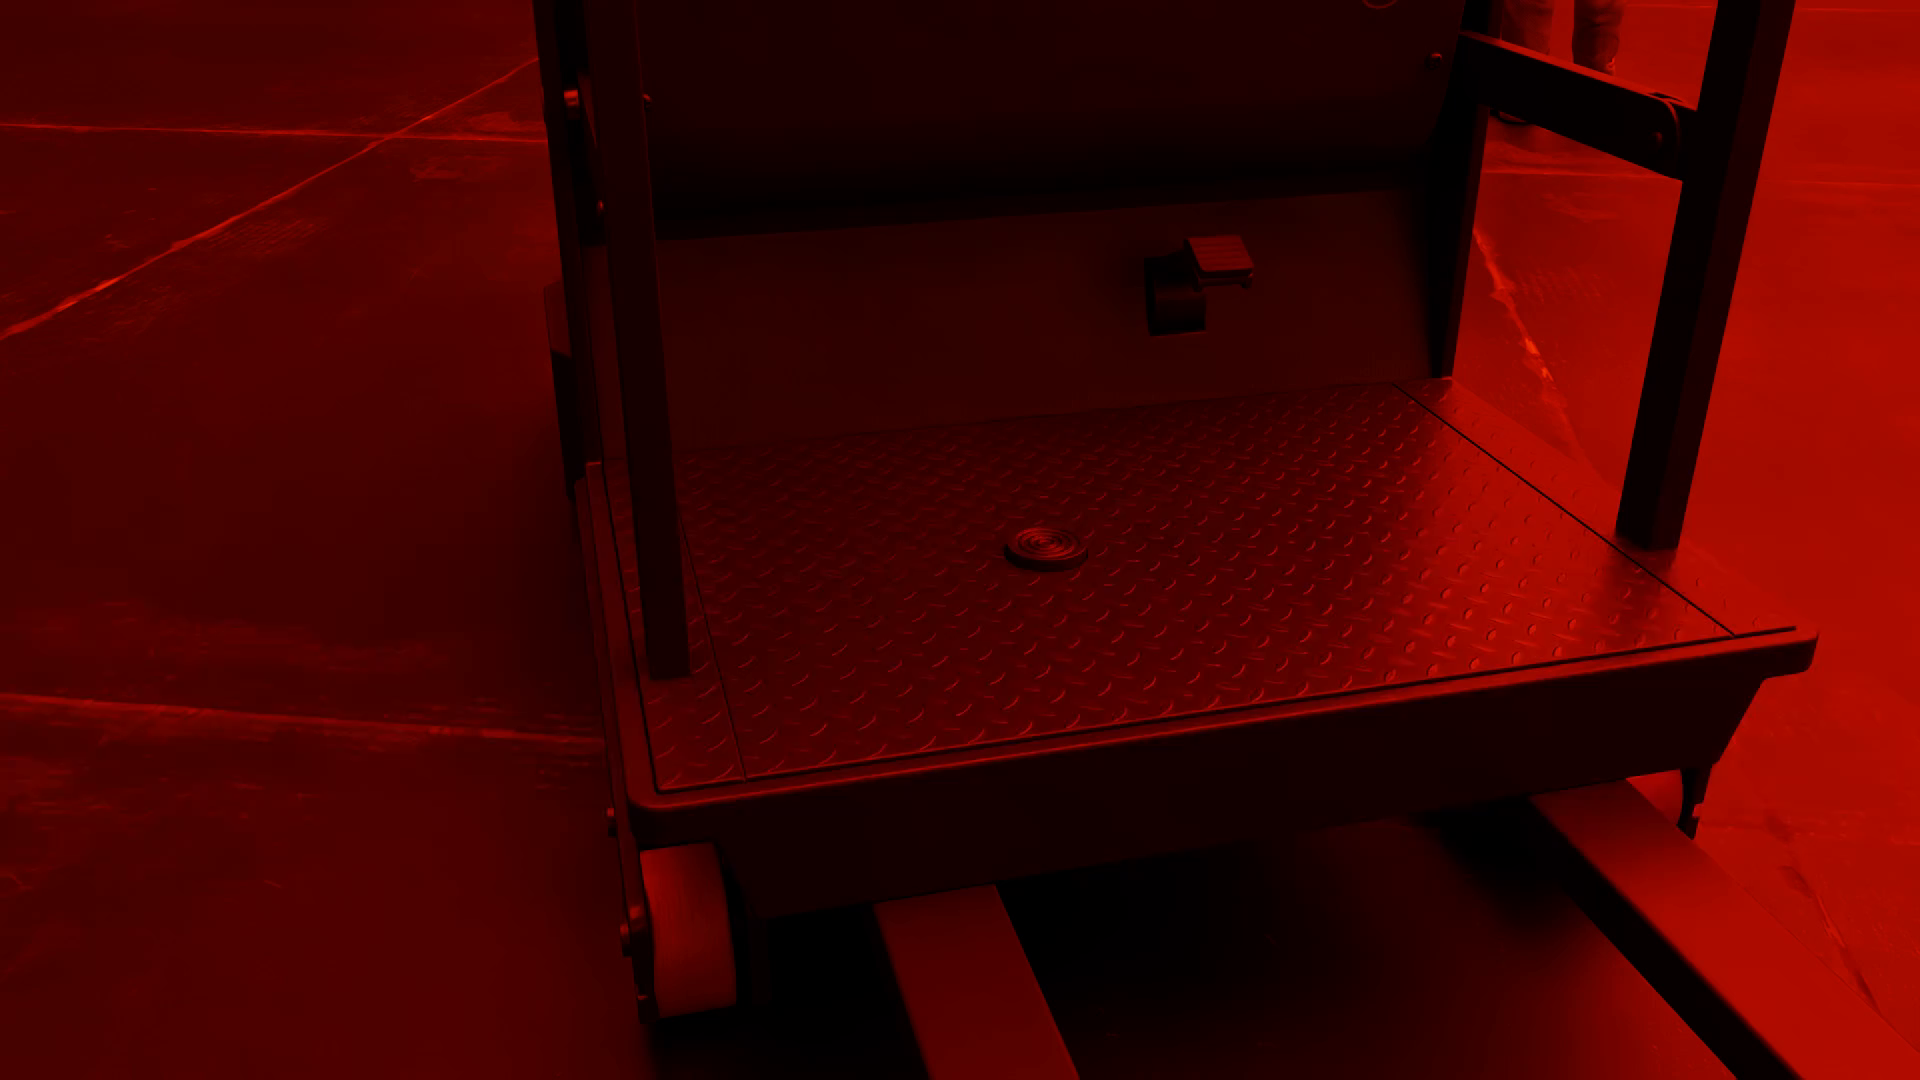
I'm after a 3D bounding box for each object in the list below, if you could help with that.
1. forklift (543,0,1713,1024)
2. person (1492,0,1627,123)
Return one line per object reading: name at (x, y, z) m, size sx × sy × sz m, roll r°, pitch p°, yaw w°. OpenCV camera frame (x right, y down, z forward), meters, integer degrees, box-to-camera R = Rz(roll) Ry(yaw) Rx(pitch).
forklift at (0.016, -1.245, 1.812) m, size 1.129 × 2.843 × 1.939 m, roll -7°, pitch 27°, yaw -13°
person at (1.721, -2.099, 4.712) m, size 0.666 × 1.765 × 0.577 m, roll 3°, pitch 27°, yaw 7°
